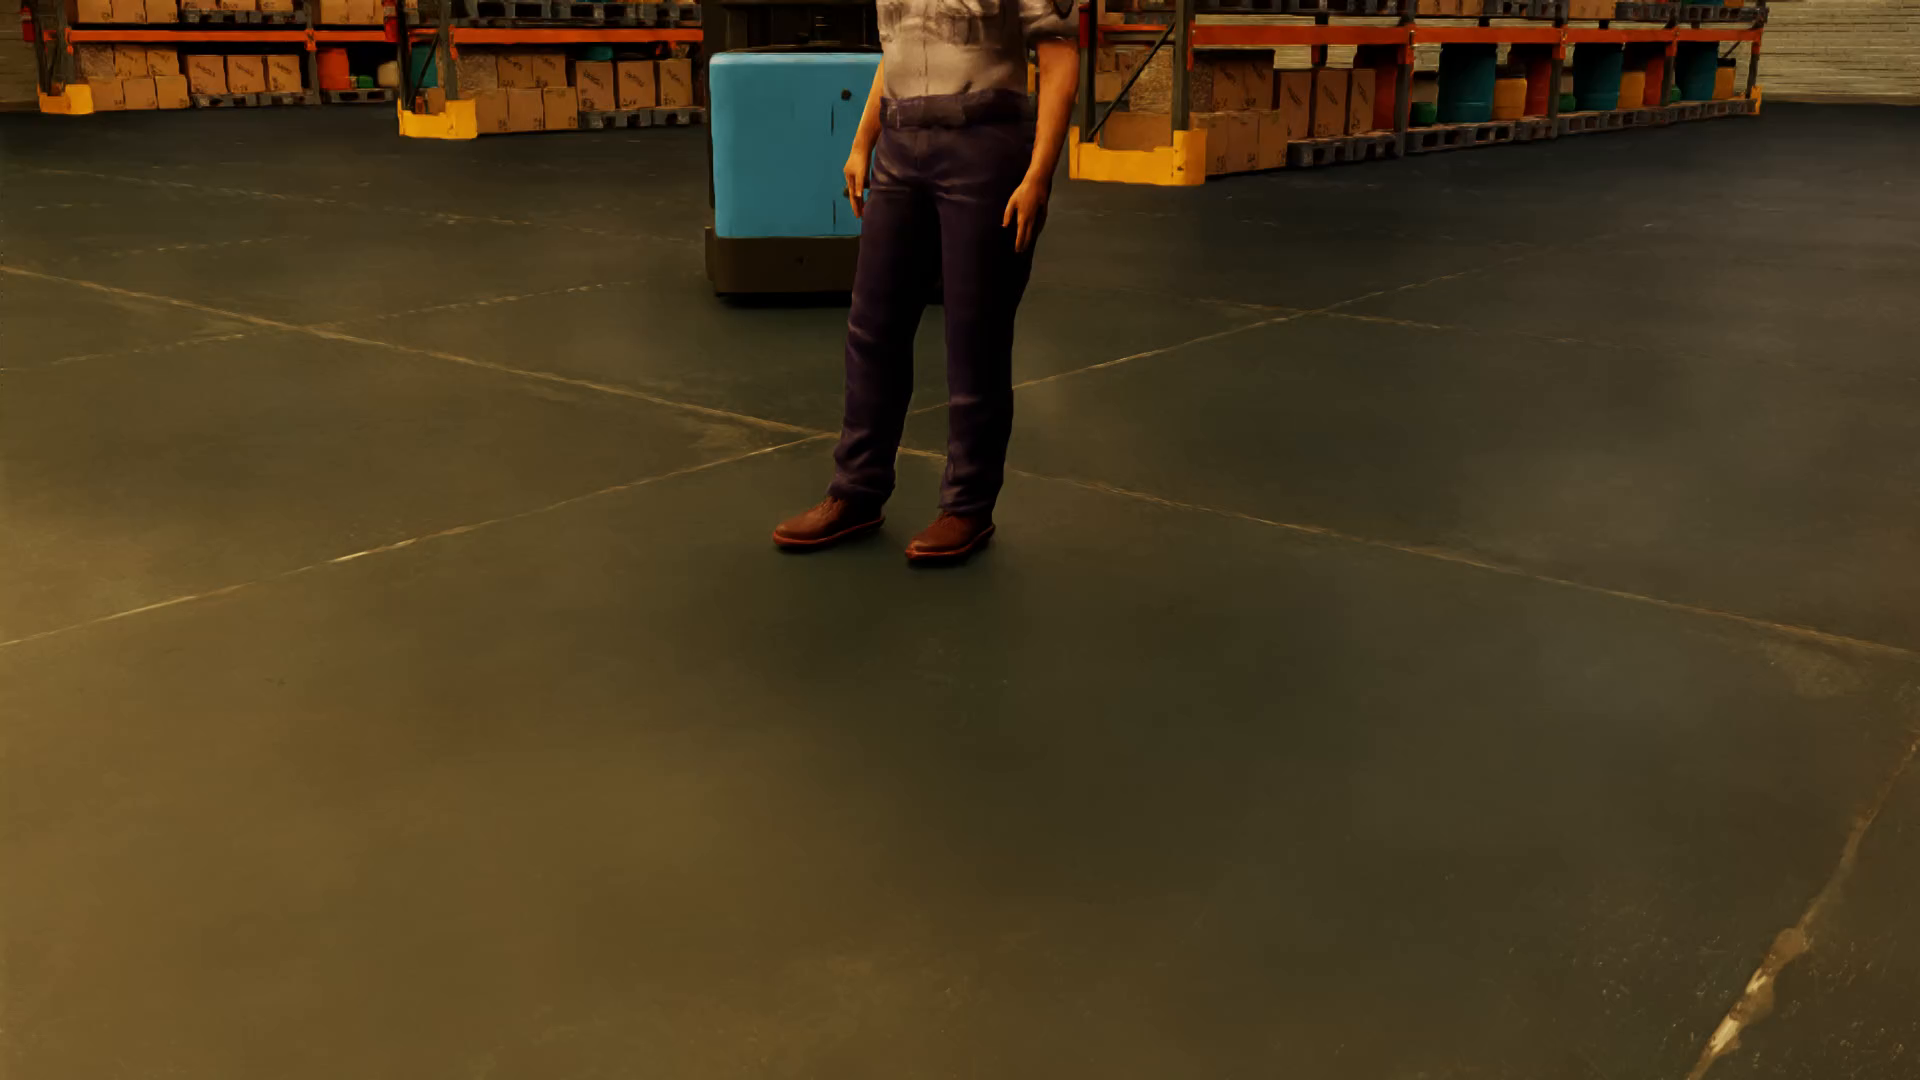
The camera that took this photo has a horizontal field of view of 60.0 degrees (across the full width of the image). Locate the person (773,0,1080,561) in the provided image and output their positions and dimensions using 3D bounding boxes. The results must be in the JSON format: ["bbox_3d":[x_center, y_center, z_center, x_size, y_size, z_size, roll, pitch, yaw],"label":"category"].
[{"bbox_3d":[-0.075,-0.779,3.648,0.599,1.650,0.502,13,21,37],"label":"person"}]

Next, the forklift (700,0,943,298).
[{"bbox_3d":[-0.752,-2.859,8.313,1.130,2.935,3.031,-2,17,-8],"label":"forklift"}]
